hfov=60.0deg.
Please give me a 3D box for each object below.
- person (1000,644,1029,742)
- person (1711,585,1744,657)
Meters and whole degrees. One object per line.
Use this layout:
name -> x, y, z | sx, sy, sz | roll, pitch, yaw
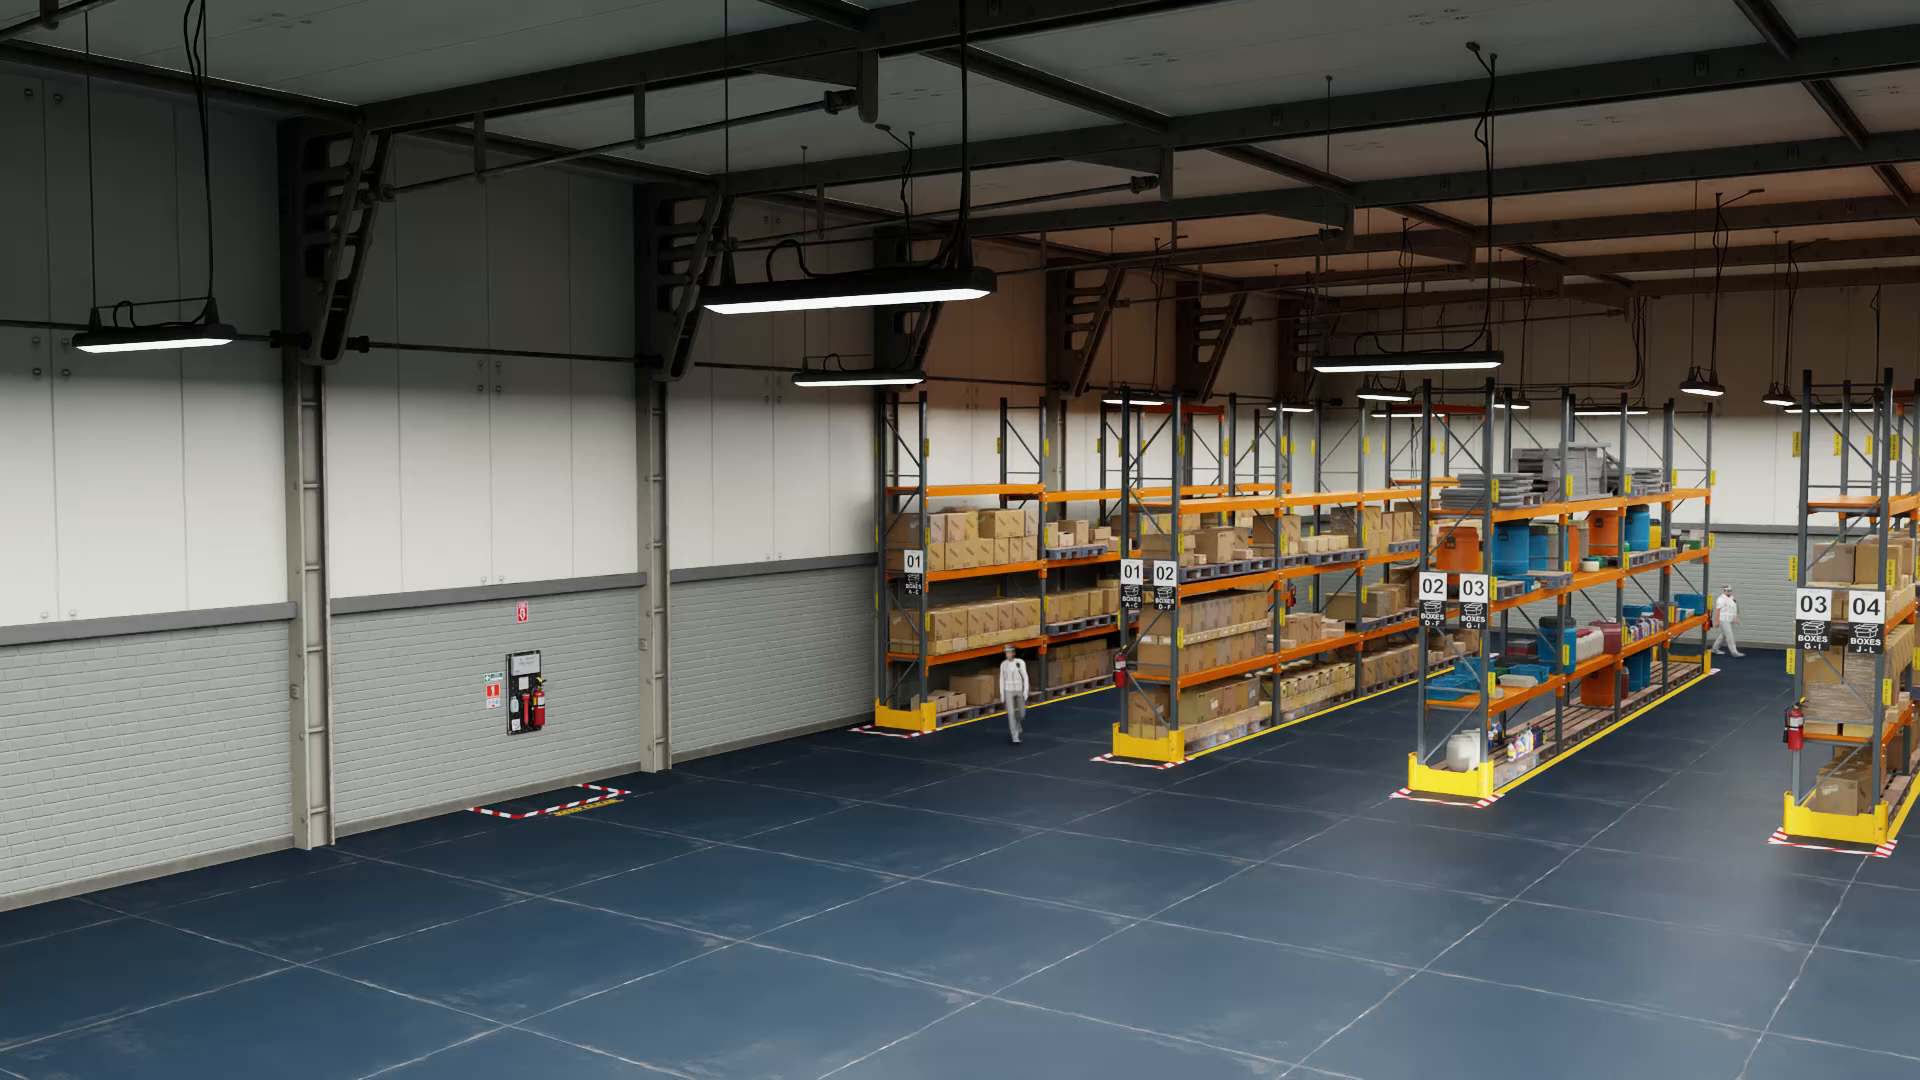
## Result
person -> 0.937, 2.597, 28.454 | 0.488, 1.633, 0.824 | 0, 3, -1
person -> 18.438, 1.926, 39.854 | 0.555, 1.714, 0.975 | -2, 4, -31
